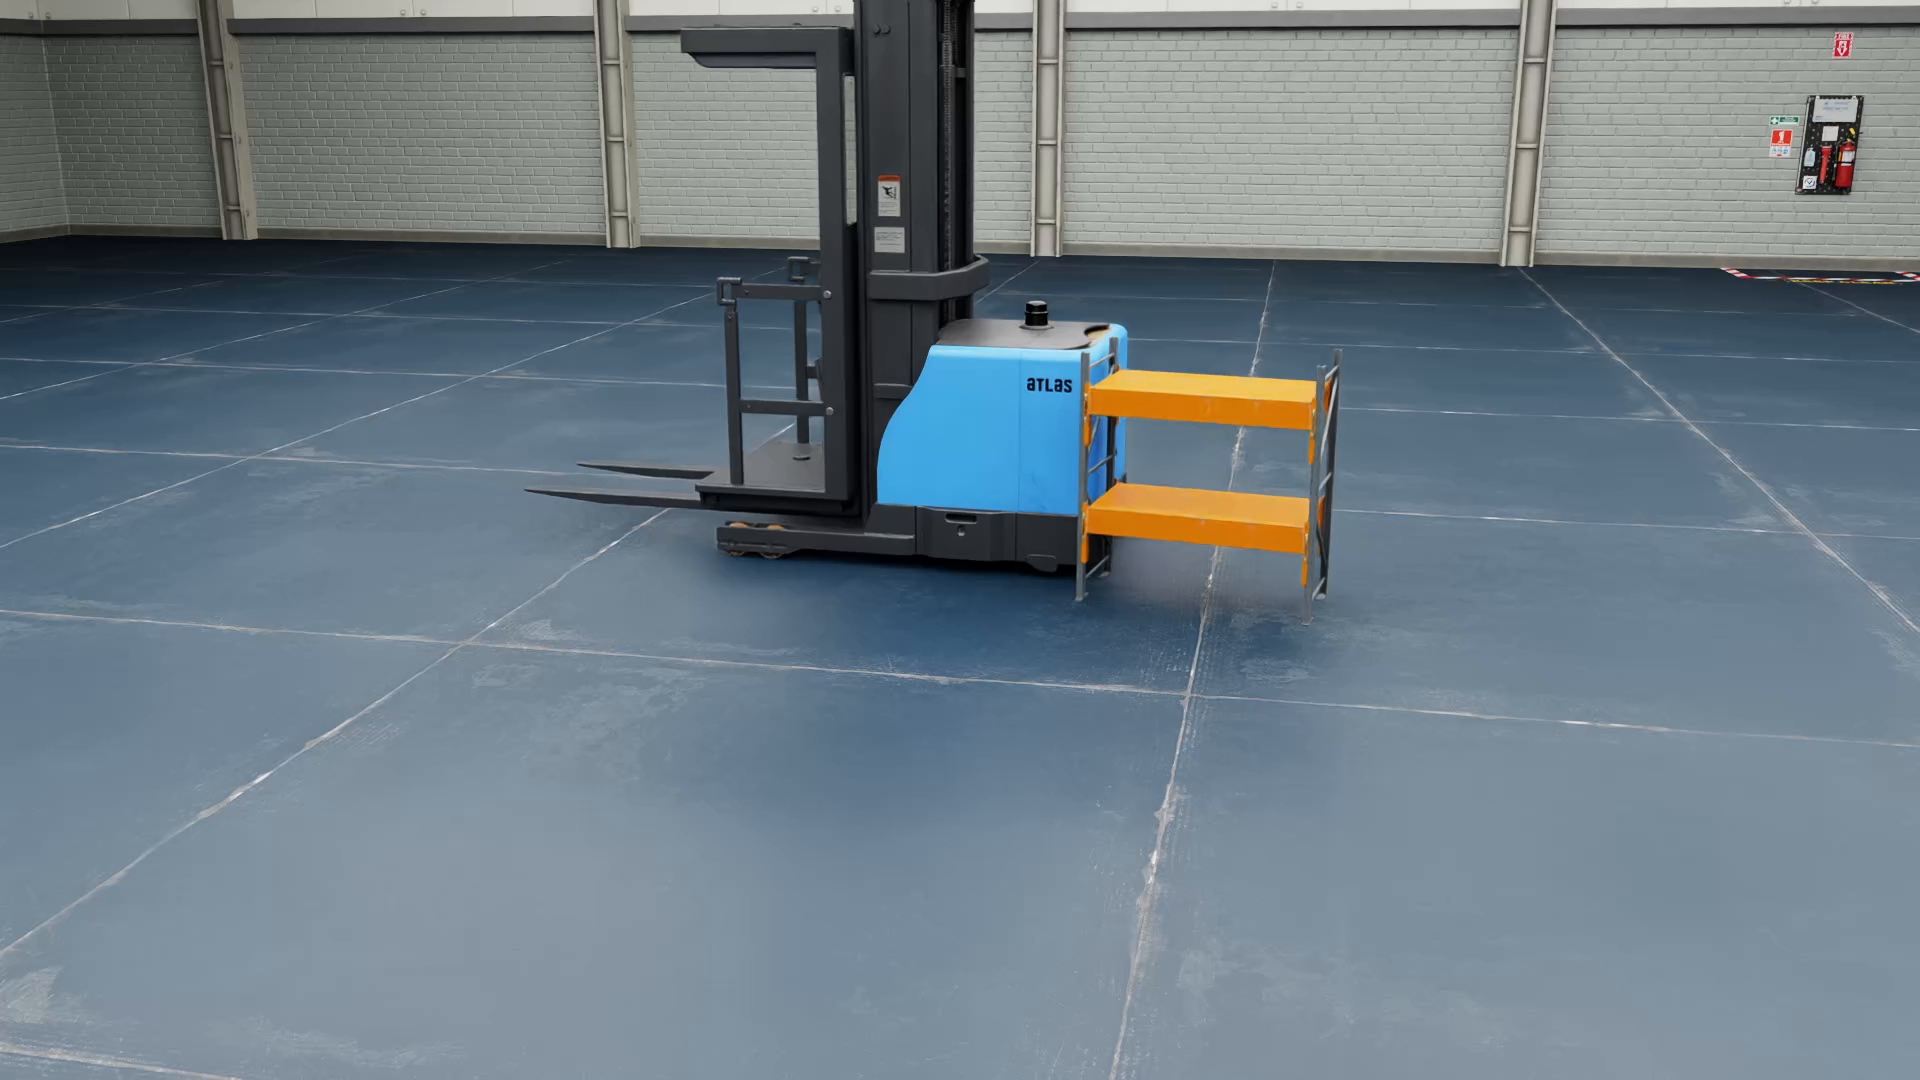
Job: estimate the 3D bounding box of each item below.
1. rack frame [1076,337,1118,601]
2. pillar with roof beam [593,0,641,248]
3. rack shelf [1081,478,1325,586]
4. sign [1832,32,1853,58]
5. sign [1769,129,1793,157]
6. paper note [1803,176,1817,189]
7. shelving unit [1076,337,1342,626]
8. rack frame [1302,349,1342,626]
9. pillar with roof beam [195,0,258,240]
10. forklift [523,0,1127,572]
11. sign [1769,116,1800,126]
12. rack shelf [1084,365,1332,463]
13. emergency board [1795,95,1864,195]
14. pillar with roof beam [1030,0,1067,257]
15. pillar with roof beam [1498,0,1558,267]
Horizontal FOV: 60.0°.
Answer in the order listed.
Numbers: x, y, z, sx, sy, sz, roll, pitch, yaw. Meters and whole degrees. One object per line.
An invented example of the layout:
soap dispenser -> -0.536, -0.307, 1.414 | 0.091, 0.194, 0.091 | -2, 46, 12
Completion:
rack frame -> 0.627, -0.332, 7.582 | 0.032, 1.125, 0.500 | 6, 17, 20
pillar with roof beam -> -5.580, -7.331, 18.102 | 0.400, 9.000, 9.100 | 3, 16, 11
rack shelf -> 1.102, -0.048, 7.474 | 1.000, 0.278, 0.538 | 6, 17, 20
sign -> 10.515, -5.894, 19.808 | 0.199, 0.298, 0.001 | 3, 16, 11
sign -> 9.982, -4.824, 20.221 | 0.234, 0.329, 0.001 | 3, 16, 11
paper note -> 10.343, -4.353, 20.239 | 0.142, 0.148, 0.016 | 3, 16, 11
shelving unit -> 1.102, -0.284, 7.409 | 1.048, 1.125, 0.538 | 6, 17, 20
rack frame -> 1.577, -0.235, 7.235 | 0.032, 1.125, 0.500 | 6, 17, 20
pillar with roof beam -> -11.459, -7.651, 19.254 | 0.400, 9.000, 9.100 | 3, 16, 11
forklift -> -0.713, -1.450, 8.237 | 3.031, 2.935, 1.130 | 4, 16, 13
sign -> 9.985, -5.077, 20.141 | 0.331, 0.109, 0.001 | 3, 16, 11
rack shelf -> 1.102, -0.566, 7.330 | 1.000, 0.278, 0.538 | 6, 17, 20
emergency board -> 10.503, -4.750, 20.022 | 0.643, 1.169, 0.194 | 3, 16, 11
pillar with roof beam -> 0.300, -7.012, 16.949 | 0.400, 9.000, 9.100 | 3, 16, 11
pillar with roof beam -> 6.180, -6.693, 15.797 | 0.400, 9.000, 9.100 | 3, 16, 11
